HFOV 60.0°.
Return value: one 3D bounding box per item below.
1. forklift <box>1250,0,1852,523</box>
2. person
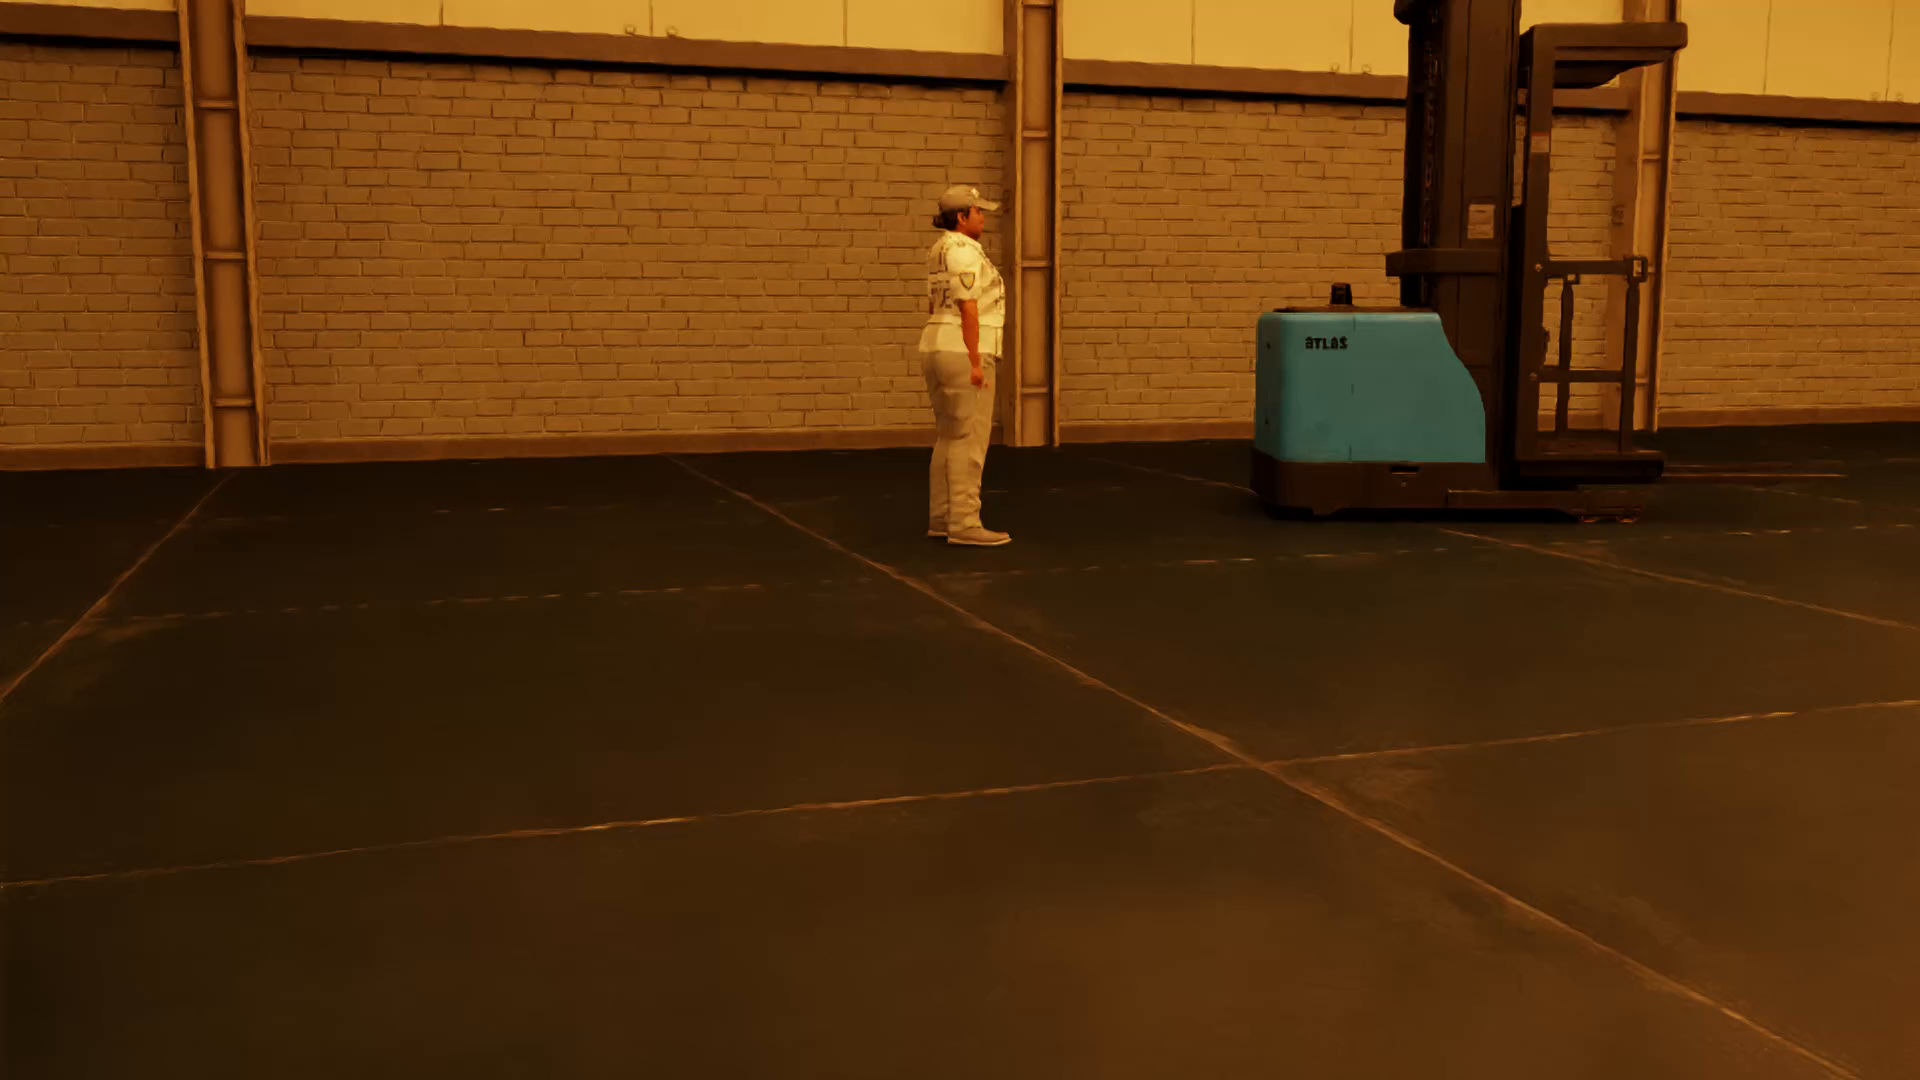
[{"bbox_3d":[3.174,-1.614,8.919,3.031,2.935,1.130,0,8,1],"label":"forklift"},{"bbox_3d":[0.018,-0.822,7.811,0.390,1.669,0.482,-3,8,-18],"label":"person"}]
